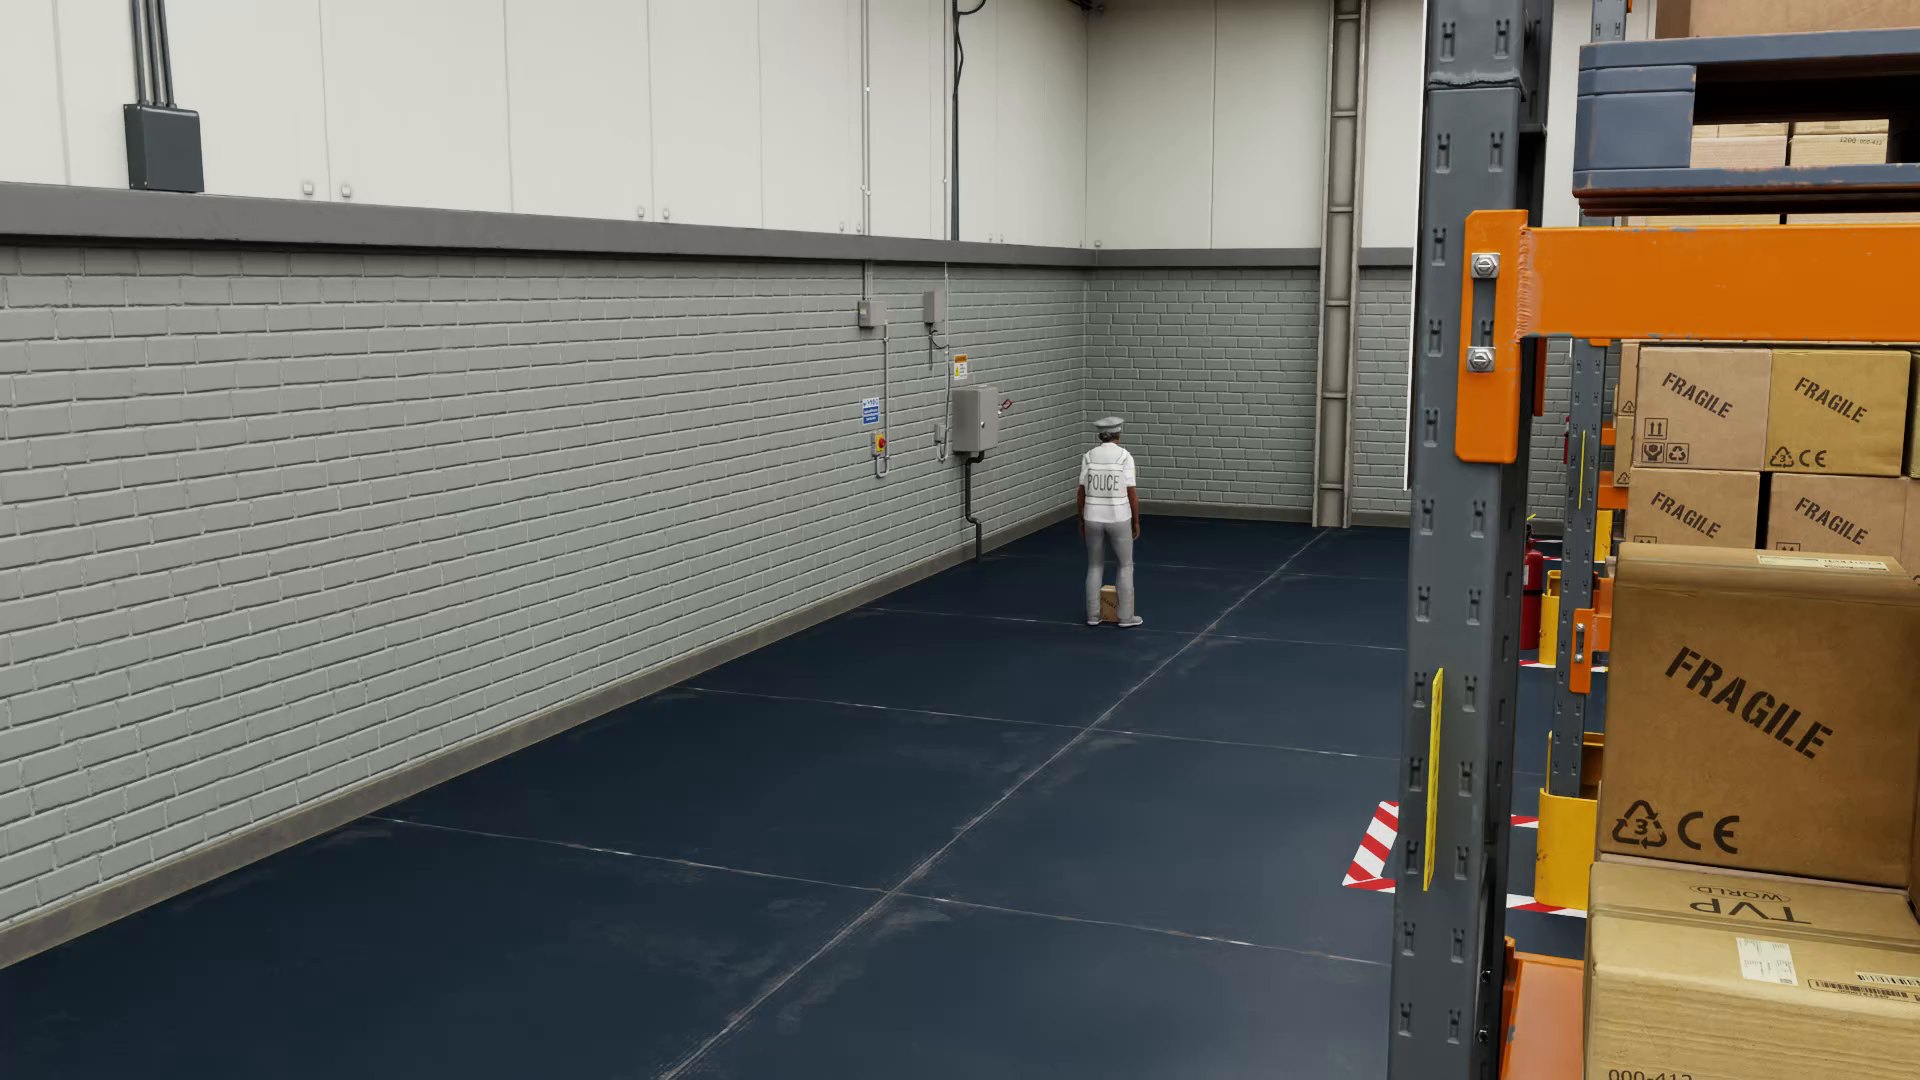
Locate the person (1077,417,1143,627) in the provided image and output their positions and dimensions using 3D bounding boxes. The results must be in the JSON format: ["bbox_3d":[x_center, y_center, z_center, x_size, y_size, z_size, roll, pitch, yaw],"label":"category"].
[{"bbox_3d":[1.193,-0.139,13.259,0.515,1.657,0.400,3,9,20],"label":"person"}]
